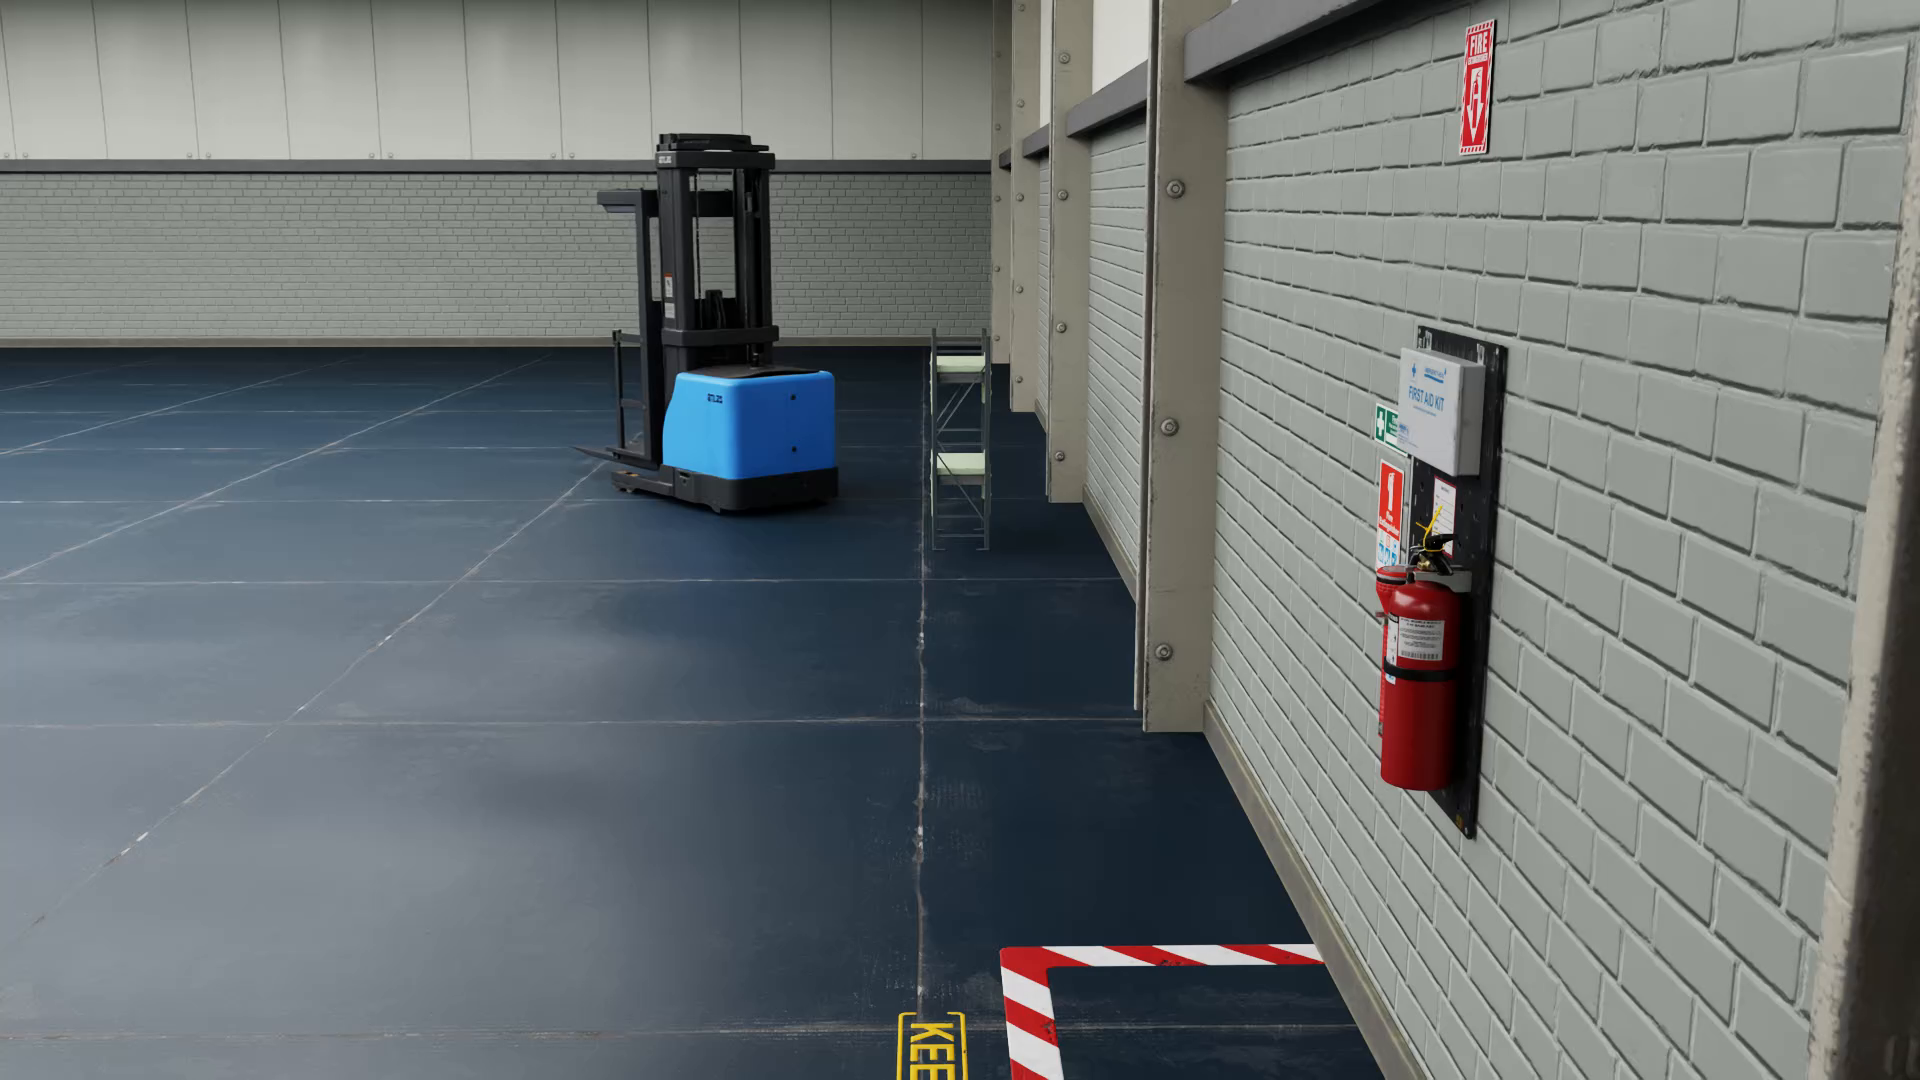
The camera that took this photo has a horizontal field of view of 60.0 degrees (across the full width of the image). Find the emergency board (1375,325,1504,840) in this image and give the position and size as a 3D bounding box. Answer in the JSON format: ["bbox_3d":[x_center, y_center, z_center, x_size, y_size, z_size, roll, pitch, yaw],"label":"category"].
[{"bbox_3d":[1.113,0.078,4.128,0.194,1.169,0.643,0,11,-1],"label":"emergency board"}]

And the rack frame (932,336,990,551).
[{"bbox_3d":[0.007,-0.664,11.558,0.400,1.500,0.023,0,11,-1],"label":"rack frame"}]

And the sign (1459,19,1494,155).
[{"bbox_3d":[1.213,-1.060,3.908,0.001,0.298,0.199,0,11,-1],"label":"sign"}]

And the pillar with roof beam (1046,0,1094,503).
[{"bbox_3d":[-3.426,-4.738,12.780,9.100,9.000,0.400,0,11,-1],"label":"pillar with roof beam"}]

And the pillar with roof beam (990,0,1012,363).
[{"bbox_3d":[-3.674,-7.123,24.538,9.100,9.000,0.400,0,11,-1],"label":"pillar with roof beam"}]

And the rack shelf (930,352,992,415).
[{"bbox_3d":[0.000,-1.119,11.839,0.431,0.370,0.720,0,11,-1],"label":"rack shelf"}]

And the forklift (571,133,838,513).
[{"bbox_3d":[-2.315,-1.884,13.974,1.130,2.935,3.031,-9,15,-39],"label":"forklift"}]

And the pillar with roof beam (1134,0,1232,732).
[{"bbox_3d":[-3.302,-3.545,6.901,9.100,9.000,0.400,0,11,-1],"label":"pillar with roof beam"}]

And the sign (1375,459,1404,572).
[{"bbox_3d":[1.205,-0.049,4.669,0.001,0.329,0.234,0,11,-1],"label":"sign"}]

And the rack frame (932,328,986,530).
[{"bbox_3d":[-0.008,-0.809,12.275,0.400,1.500,0.023,0,11,-1],"label":"rack frame"}]

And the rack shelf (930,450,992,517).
[{"bbox_3d":[0.000,-0.417,11.981,0.431,0.370,0.720,0,11,-1],"label":"rack shelf"}]

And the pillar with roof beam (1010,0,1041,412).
[{"bbox_3d":[-3.550,-5.931,18.659,9.100,9.000,0.400,0,11,-1],"label":"pillar with roof beam"}]

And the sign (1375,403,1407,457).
[{"bbox_3d":[1.196,-0.308,4.611,0.001,0.109,0.331,0,11,-1],"label":"sign"}]

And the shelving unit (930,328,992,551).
[{"bbox_3d":[0.000,-0.736,11.917,0.431,1.500,0.755,0,11,-1],"label":"shelving unit"}]
